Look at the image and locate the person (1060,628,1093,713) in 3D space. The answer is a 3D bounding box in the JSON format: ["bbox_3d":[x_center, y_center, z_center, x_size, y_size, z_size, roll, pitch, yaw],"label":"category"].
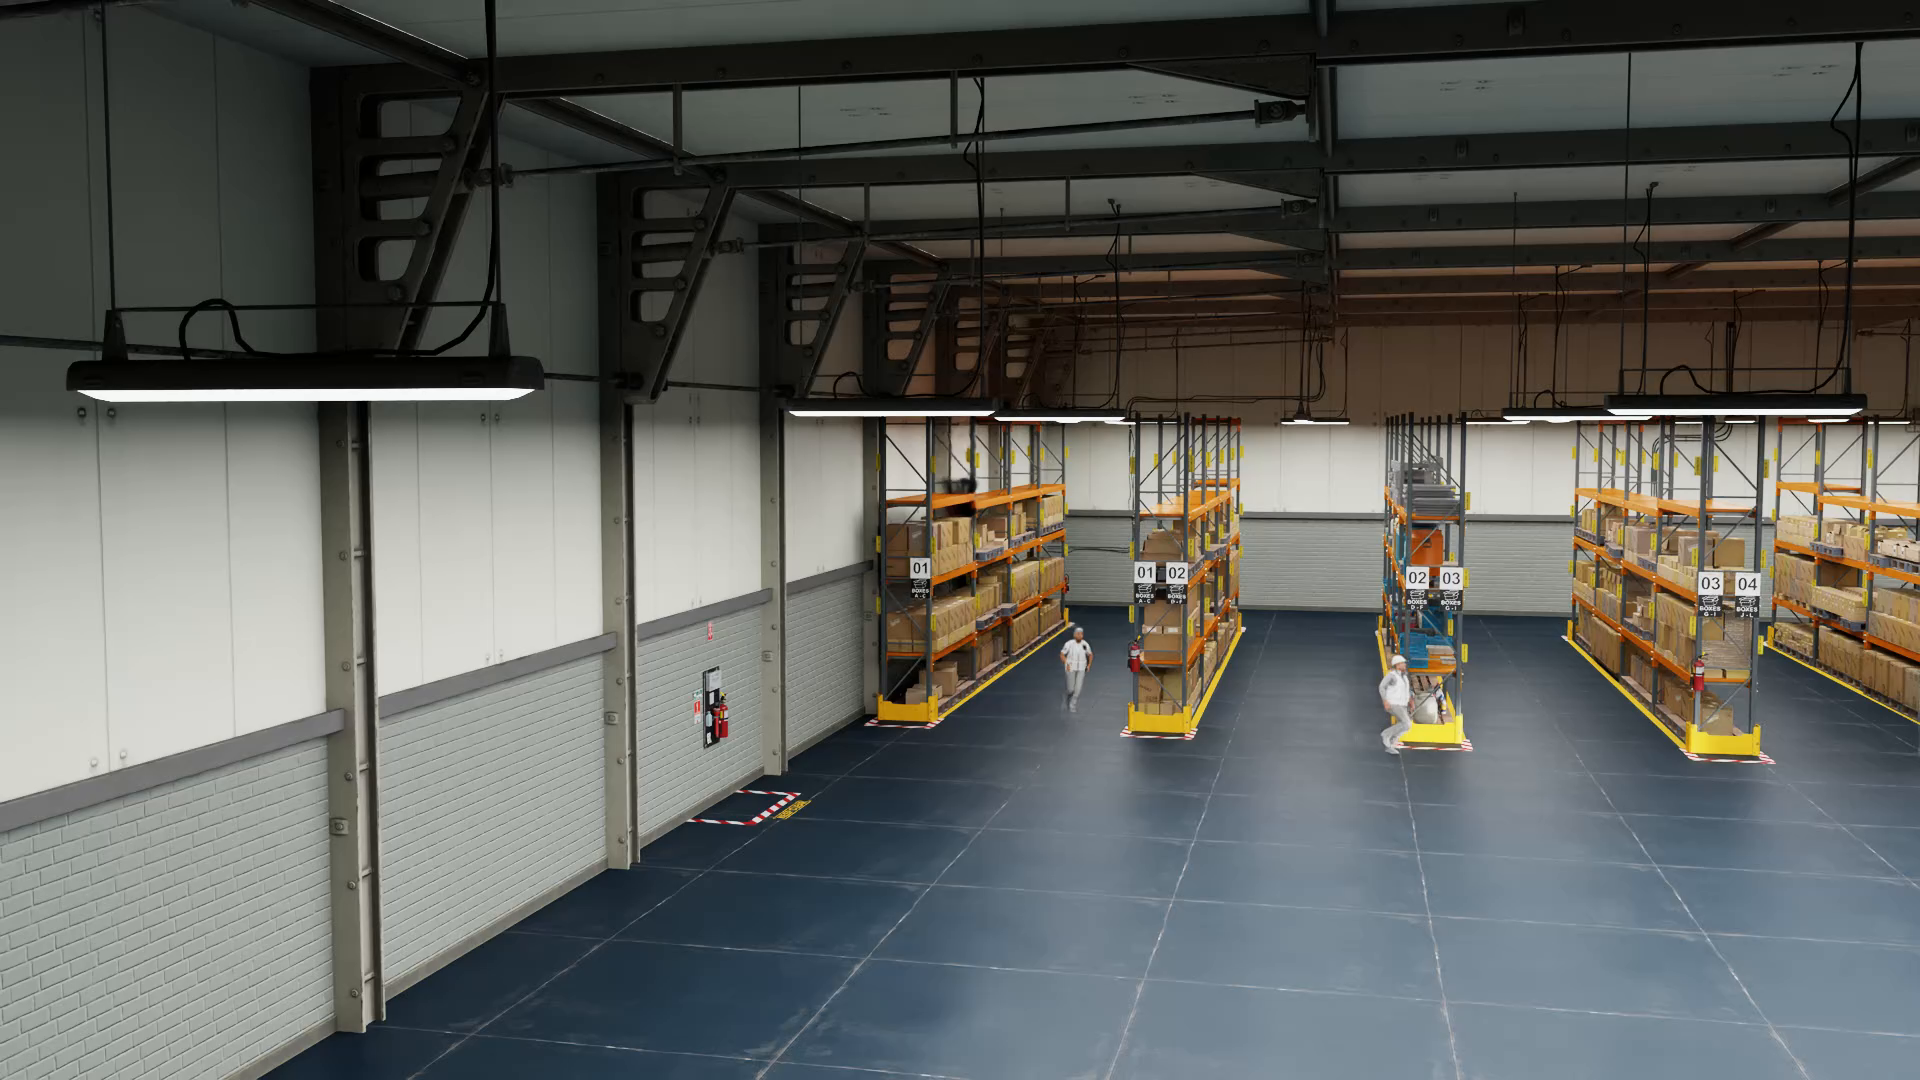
[{"bbox_3d":[2.255,2.489,31.830,0.635,1.616,0.569,-1,4,-11],"label":"person"}]

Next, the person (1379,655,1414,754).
[{"bbox_3d":[7.755,2.893,29.263,0.539,1.700,0.684,4,5,44],"label":"person"}]
